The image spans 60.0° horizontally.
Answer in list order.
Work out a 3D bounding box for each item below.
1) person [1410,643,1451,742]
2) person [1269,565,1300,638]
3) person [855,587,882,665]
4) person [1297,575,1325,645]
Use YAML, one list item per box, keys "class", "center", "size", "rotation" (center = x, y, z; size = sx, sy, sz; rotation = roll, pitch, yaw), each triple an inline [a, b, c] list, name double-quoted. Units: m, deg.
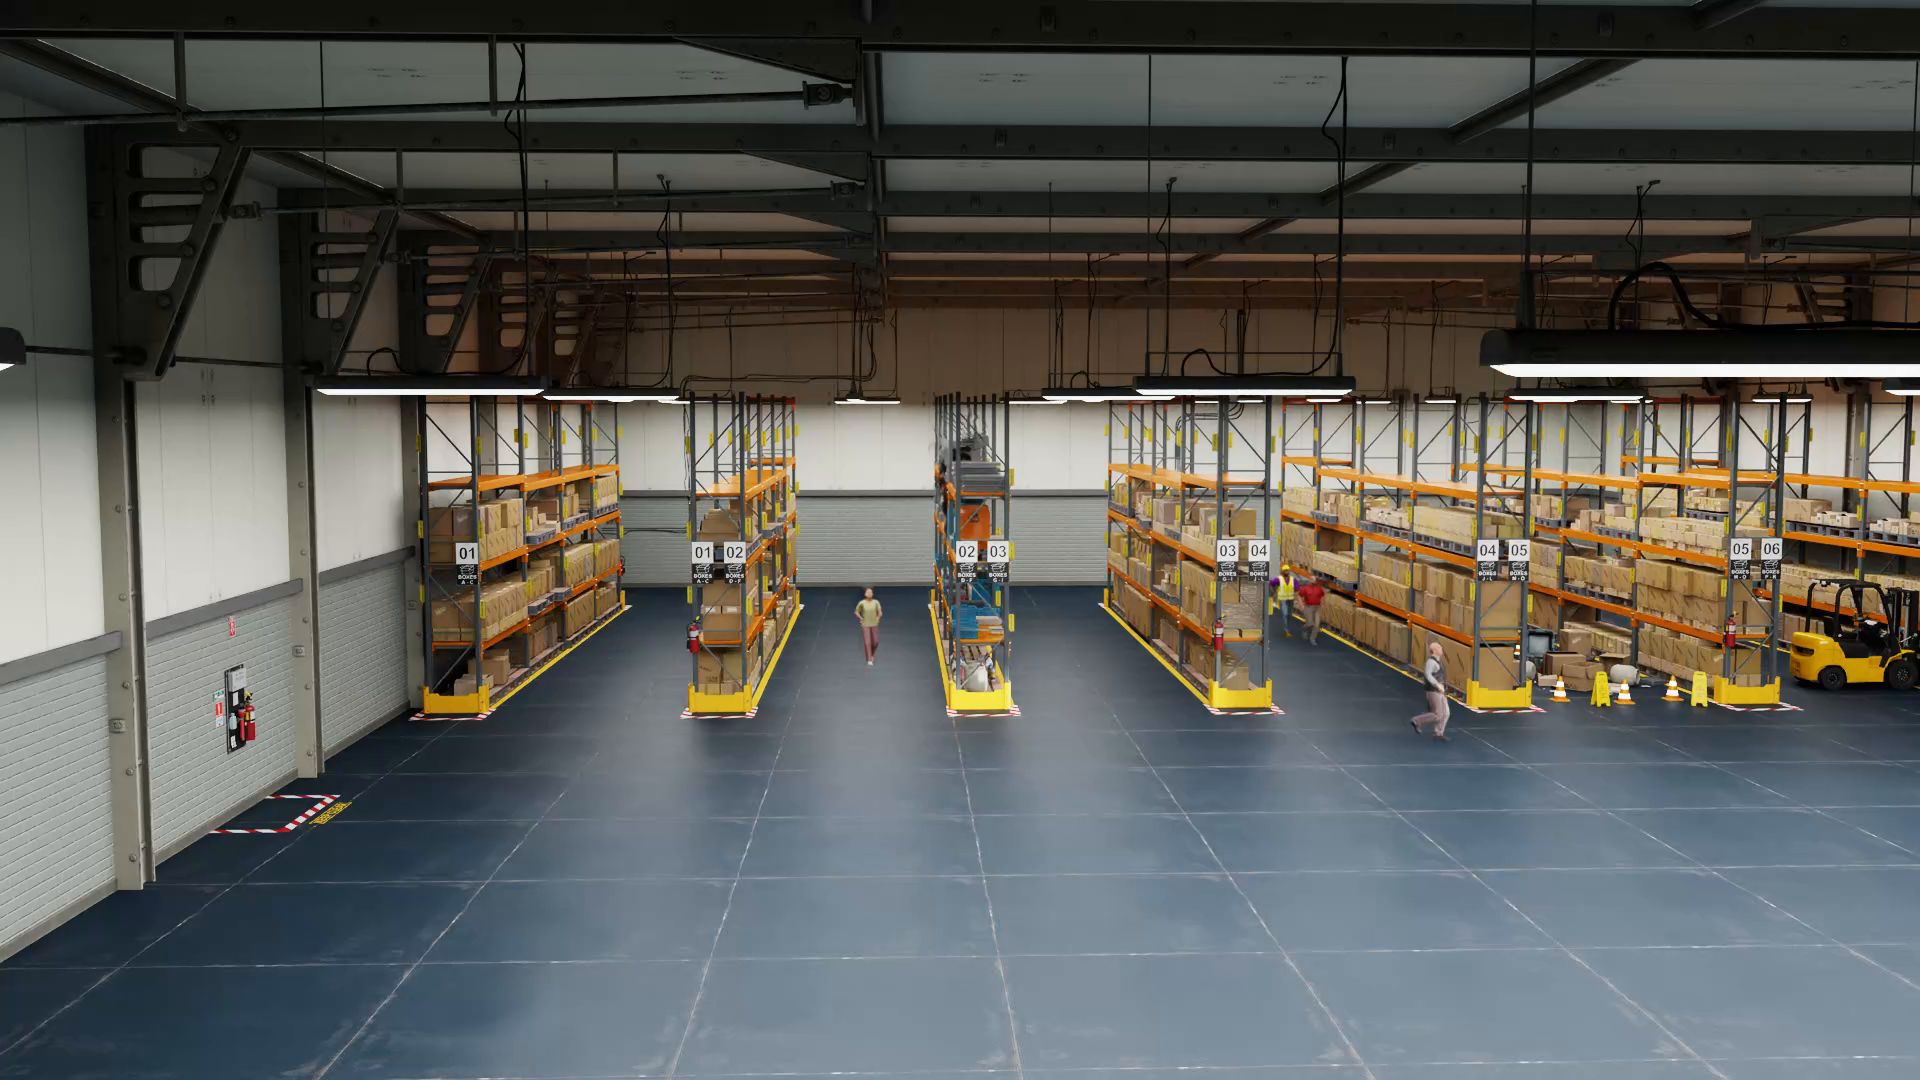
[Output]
- class: "person"
  center: [8.103, 2.601, 28.557]
  size: [0.685, 1.698, 0.668]
  rotation: [2, 5, 27]
- class: "person"
  center: [8.113, 1.498, 41.392]
  size: [0.700, 1.754, 0.989]
  rotation: [-1, 5, -10]
- class: "person"
  center: [-1.916, 1.811, 35.024]
  size: [0.578, 1.631, 0.519]
  rotation: [-1, 5, -12]
- class: "person"
  center: [8.491, 1.678, 40.067]
  size: [0.677, 1.675, 0.604]
  rotation: [-1, 5, -7]
